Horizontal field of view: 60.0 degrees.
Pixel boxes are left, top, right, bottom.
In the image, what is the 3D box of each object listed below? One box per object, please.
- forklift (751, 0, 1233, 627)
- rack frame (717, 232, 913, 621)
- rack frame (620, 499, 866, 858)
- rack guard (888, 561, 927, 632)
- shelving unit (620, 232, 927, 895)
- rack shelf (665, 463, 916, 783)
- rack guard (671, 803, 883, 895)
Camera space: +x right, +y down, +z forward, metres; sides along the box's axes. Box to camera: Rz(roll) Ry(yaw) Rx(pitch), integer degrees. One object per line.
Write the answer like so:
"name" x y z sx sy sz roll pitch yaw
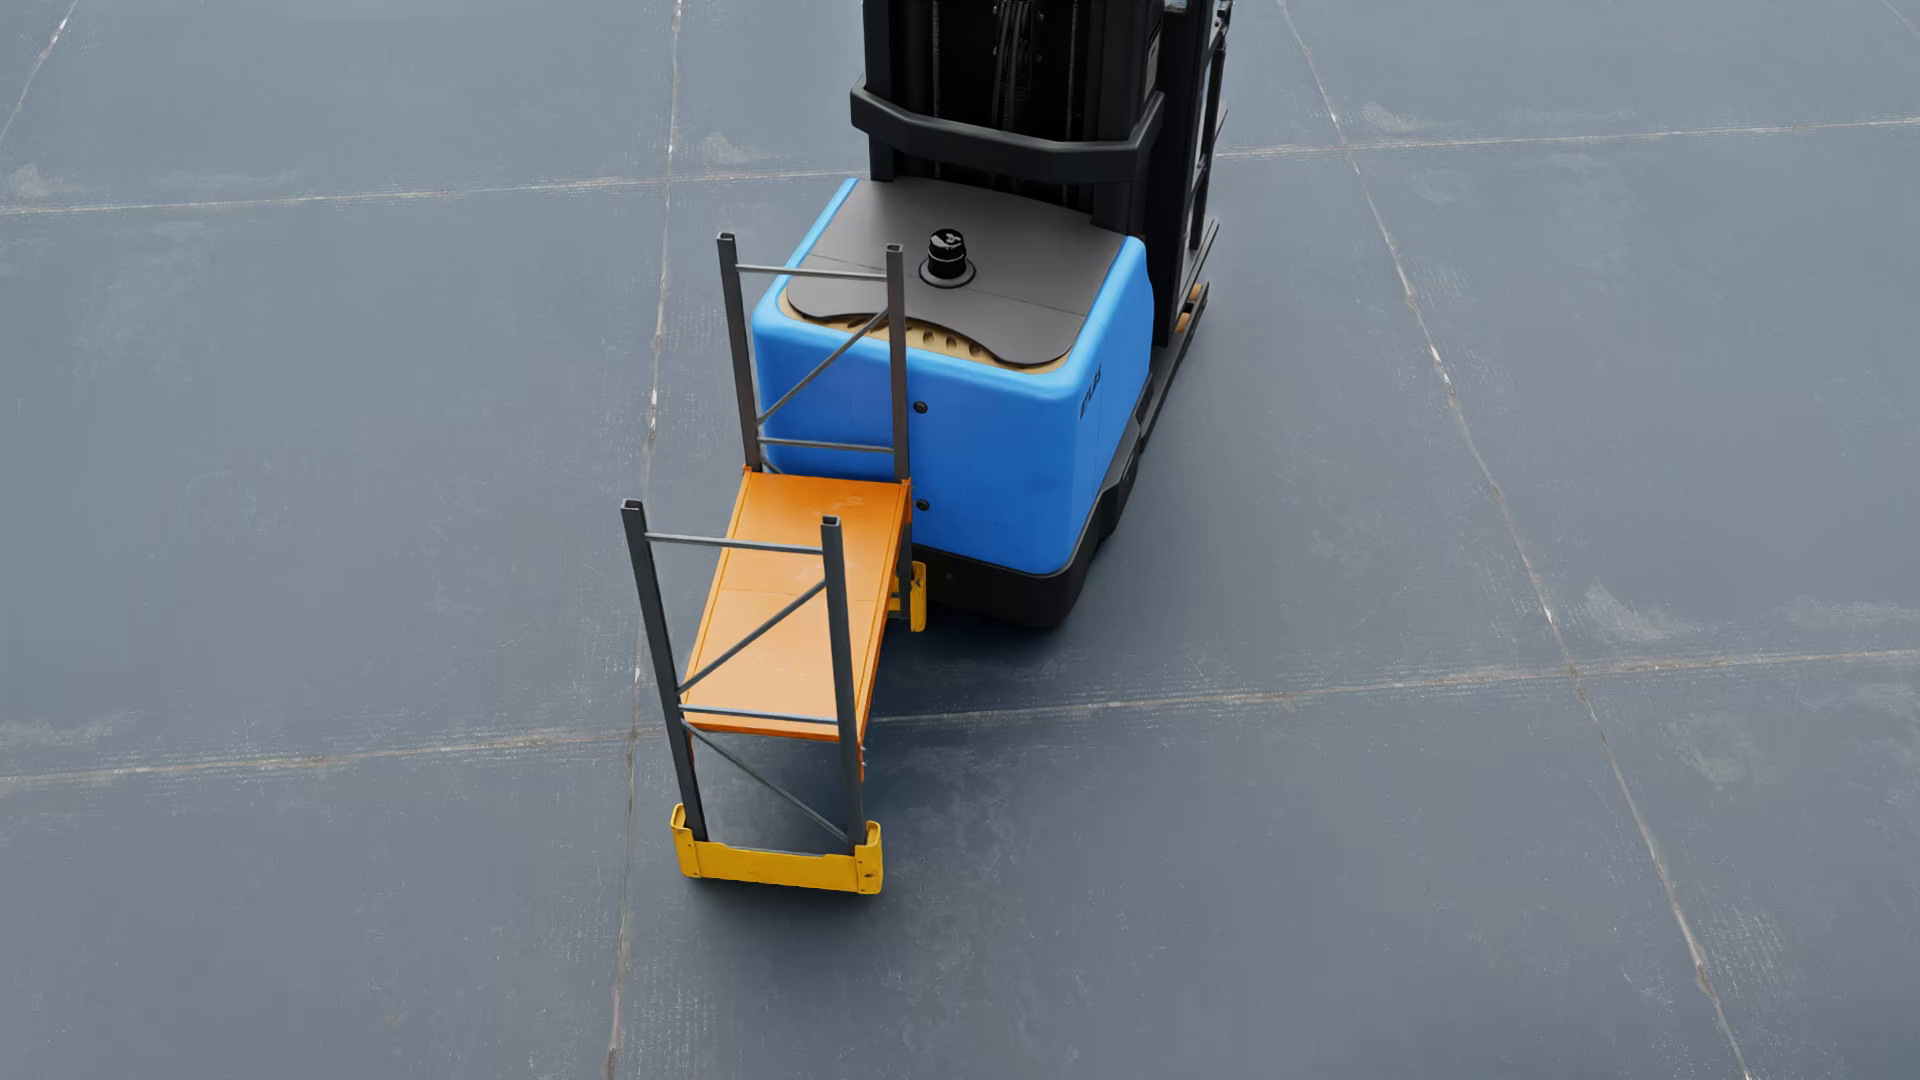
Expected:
"forklift" 0.338 -1.817 5.452 1.130 2.935 3.031 15 48 13
"rack frame" -0.401 -0.280 4.982 0.500 1.500 0.032 5 47 4
"rack frame" -0.517 0.453 4.288 0.500 1.500 0.032 5 47 4
"rack guard" -0.404 0.164 5.423 0.587 0.250 0.087 5 47 4
"shelving unit" -0.460 0.093 4.629 0.587 1.500 1.083 5 47 4
"rack shelf" -0.459 0.210 4.766 0.538 0.185 1.000 5 47 4
"rack guard" -0.517 0.882 4.742 0.587 0.250 0.087 5 47 4
